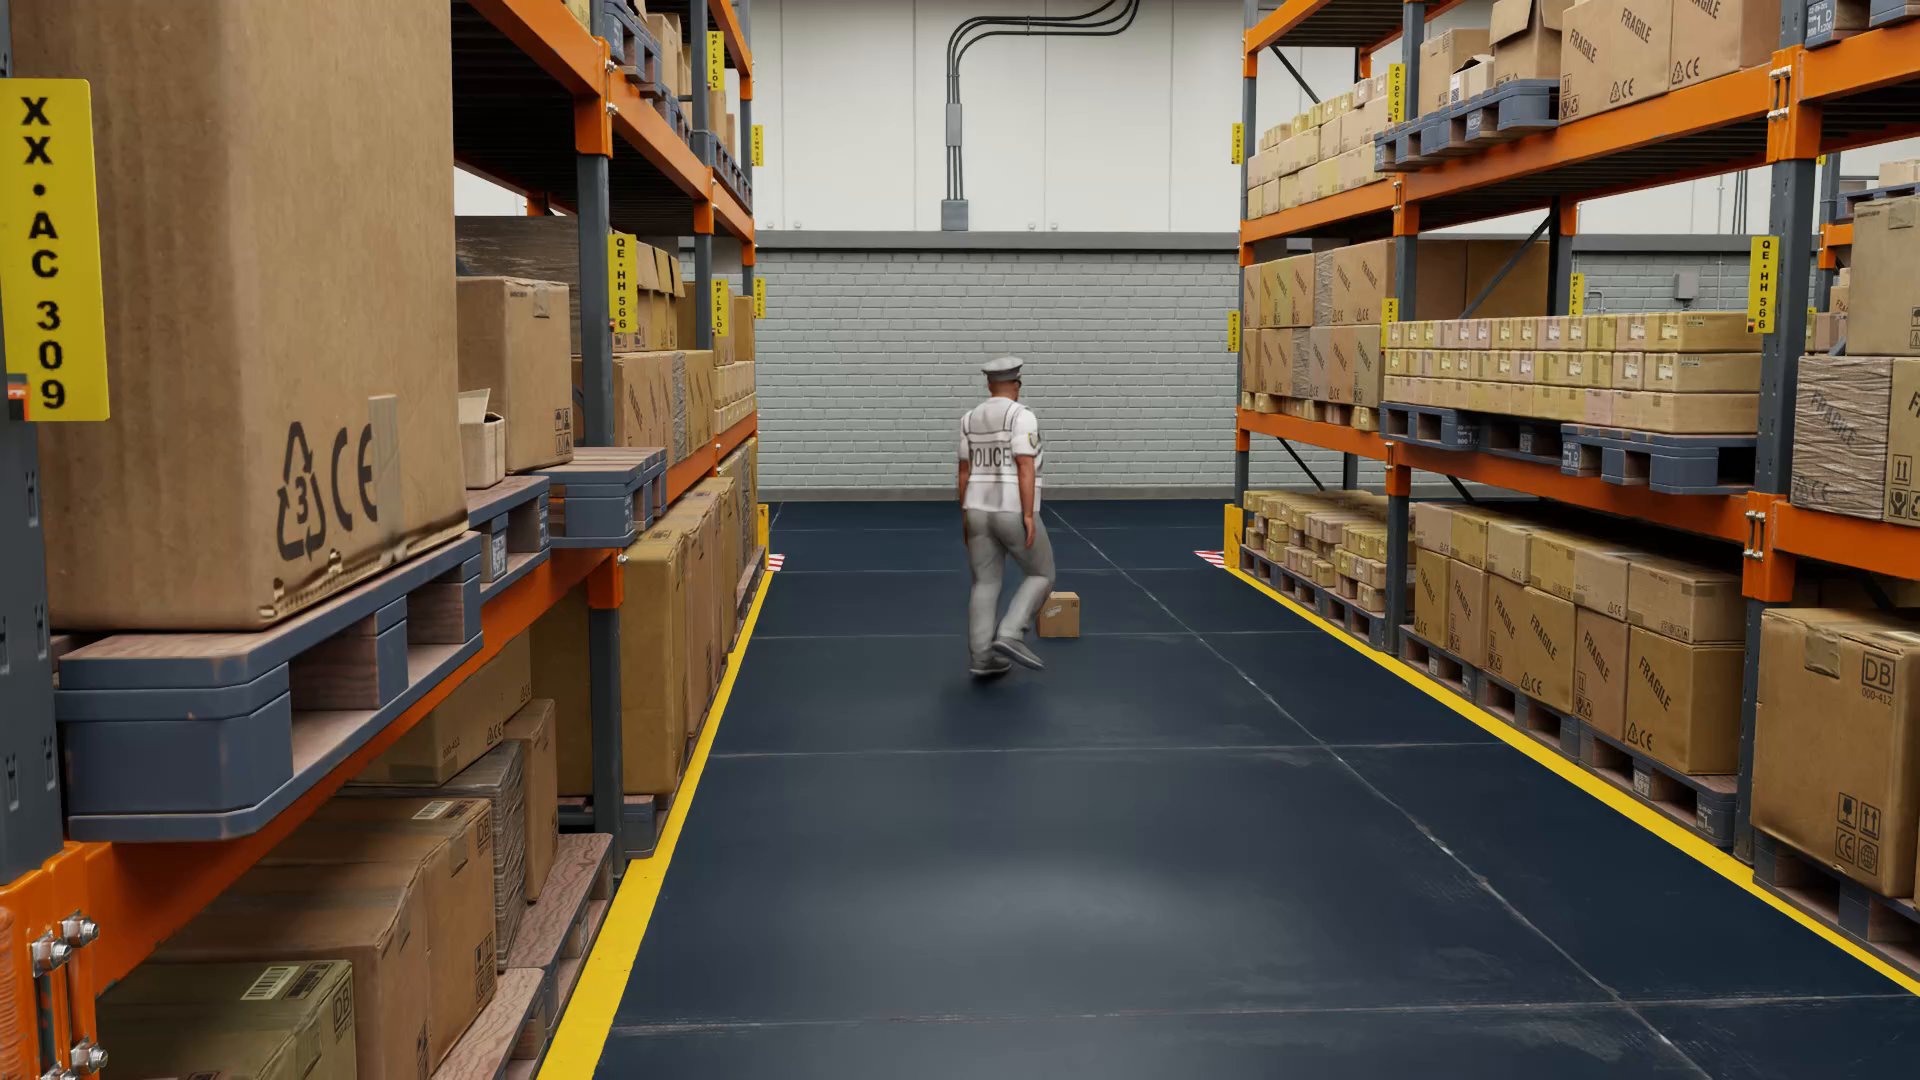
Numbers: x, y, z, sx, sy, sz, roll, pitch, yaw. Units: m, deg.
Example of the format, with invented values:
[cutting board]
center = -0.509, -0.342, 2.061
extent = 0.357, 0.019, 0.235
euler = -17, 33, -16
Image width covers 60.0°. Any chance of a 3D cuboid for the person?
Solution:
[person]
center = 0.228, -0.136, 9.190
extent = 0.573, 1.748, 0.474
euler = 5, 8, 35
